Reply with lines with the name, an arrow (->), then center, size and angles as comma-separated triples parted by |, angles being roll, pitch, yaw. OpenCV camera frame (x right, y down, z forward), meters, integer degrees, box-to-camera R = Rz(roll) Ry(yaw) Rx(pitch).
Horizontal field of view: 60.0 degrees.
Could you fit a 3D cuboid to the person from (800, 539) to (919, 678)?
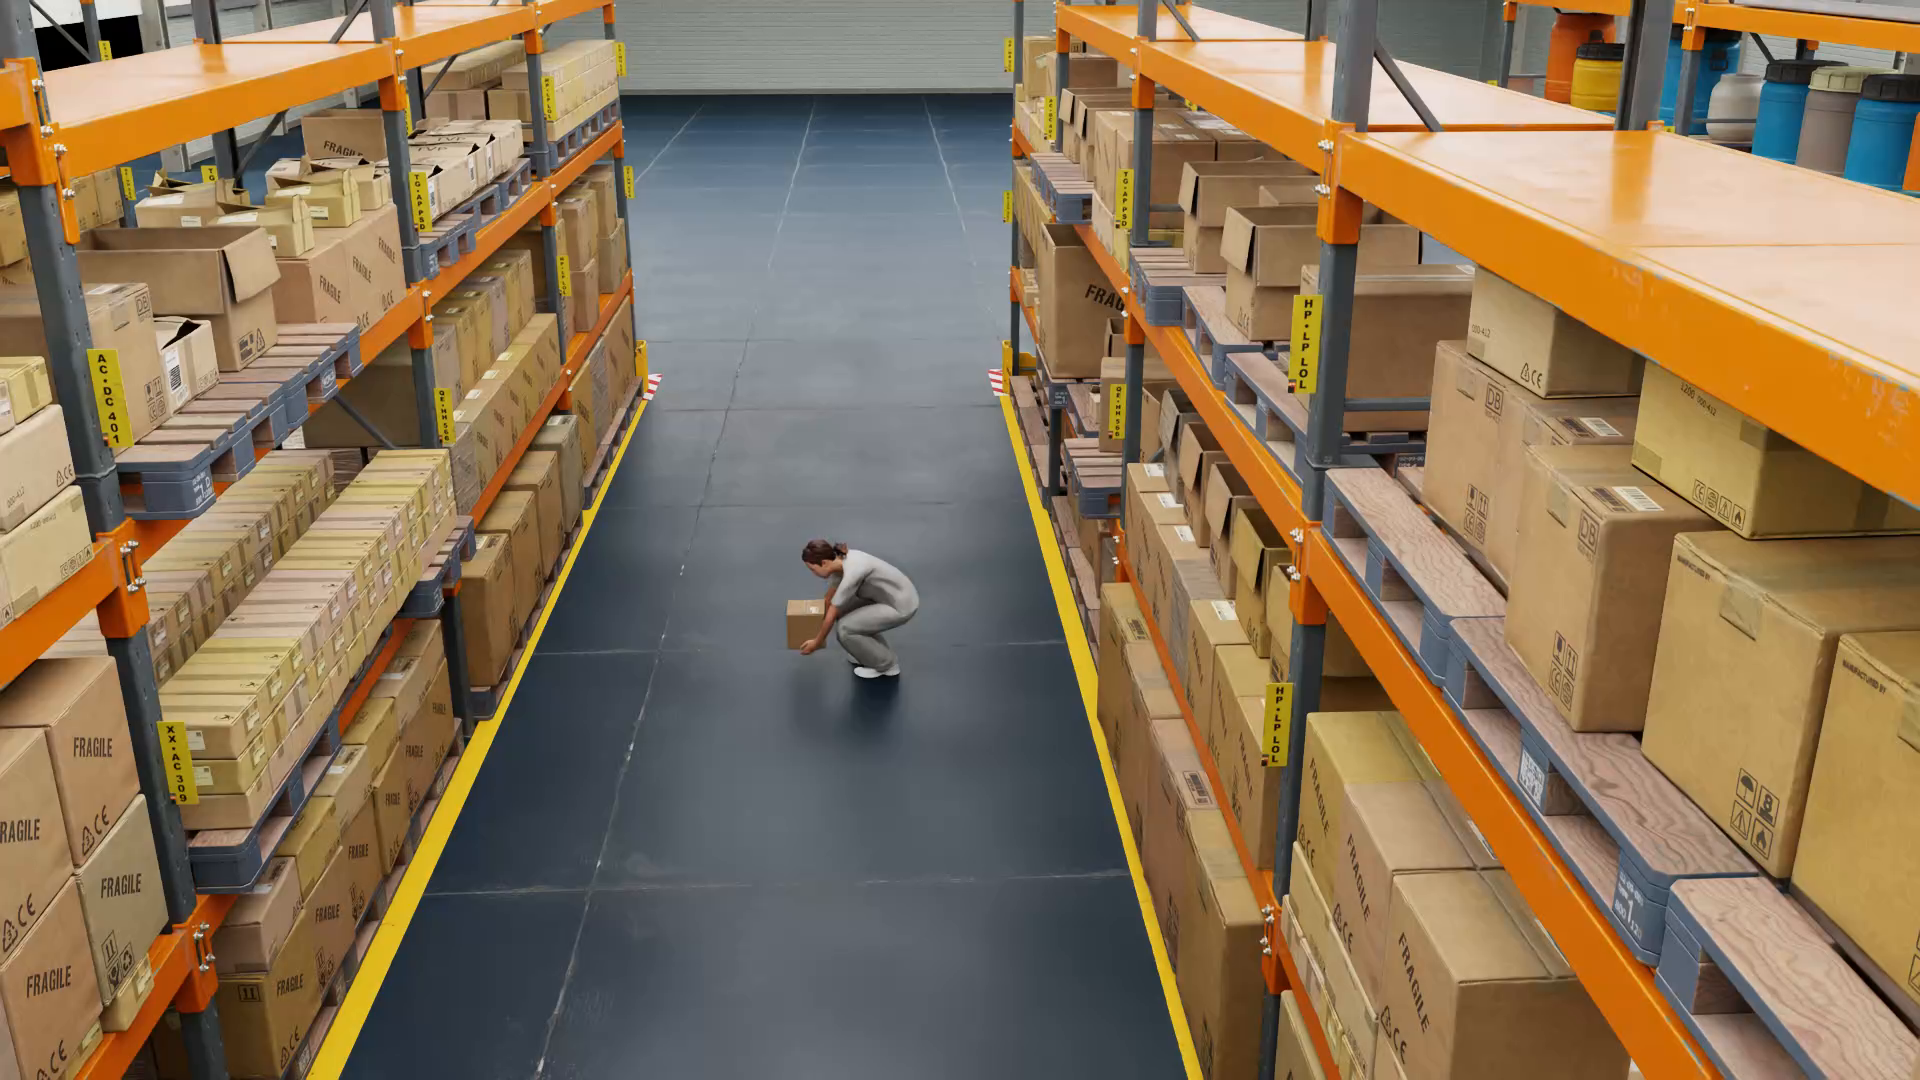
person -> -0.668, 0.434, 10.981 | 0.801, 0.935, 0.476 | -1, 21, -3
